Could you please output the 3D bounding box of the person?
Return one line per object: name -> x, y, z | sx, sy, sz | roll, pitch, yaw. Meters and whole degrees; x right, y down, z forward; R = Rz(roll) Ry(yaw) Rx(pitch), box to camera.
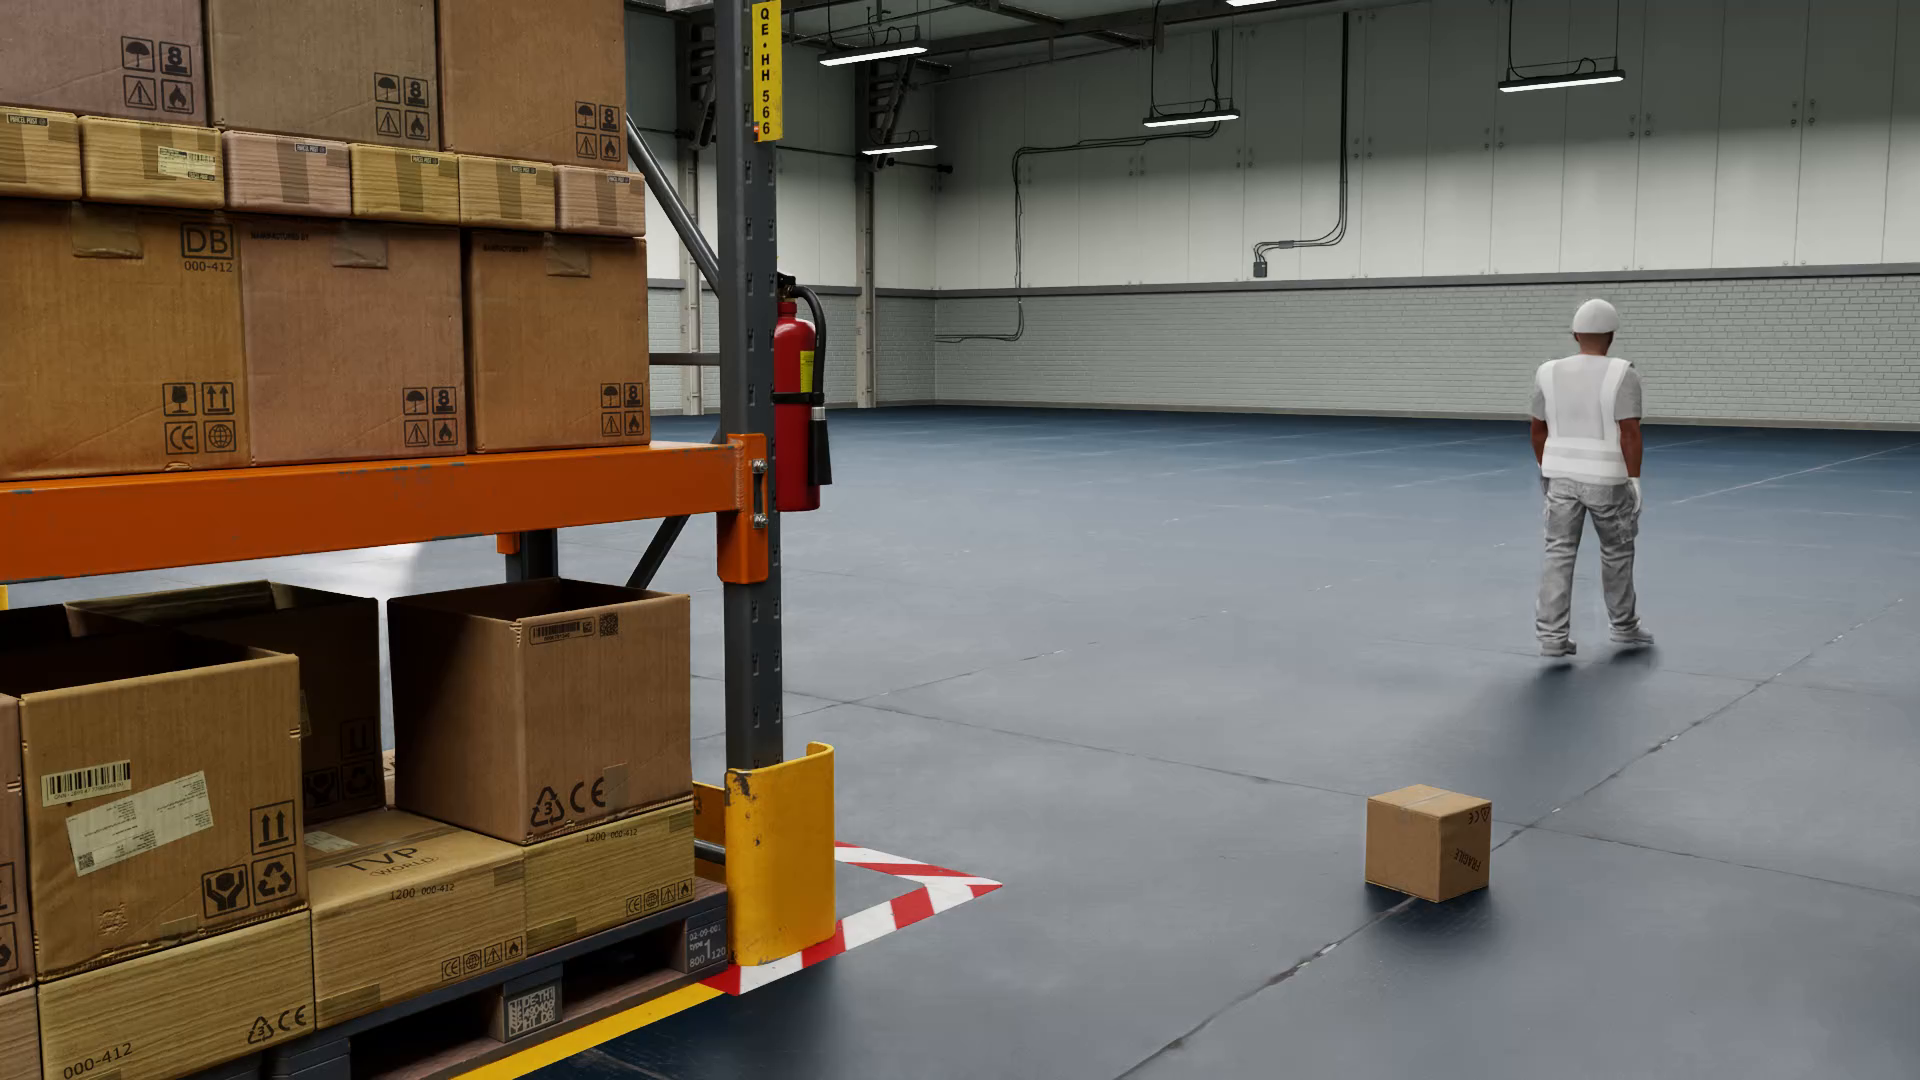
person -> 3.156, -0.322, 8.279 | 0.599, 1.736, 0.956 | 5, 8, 37
